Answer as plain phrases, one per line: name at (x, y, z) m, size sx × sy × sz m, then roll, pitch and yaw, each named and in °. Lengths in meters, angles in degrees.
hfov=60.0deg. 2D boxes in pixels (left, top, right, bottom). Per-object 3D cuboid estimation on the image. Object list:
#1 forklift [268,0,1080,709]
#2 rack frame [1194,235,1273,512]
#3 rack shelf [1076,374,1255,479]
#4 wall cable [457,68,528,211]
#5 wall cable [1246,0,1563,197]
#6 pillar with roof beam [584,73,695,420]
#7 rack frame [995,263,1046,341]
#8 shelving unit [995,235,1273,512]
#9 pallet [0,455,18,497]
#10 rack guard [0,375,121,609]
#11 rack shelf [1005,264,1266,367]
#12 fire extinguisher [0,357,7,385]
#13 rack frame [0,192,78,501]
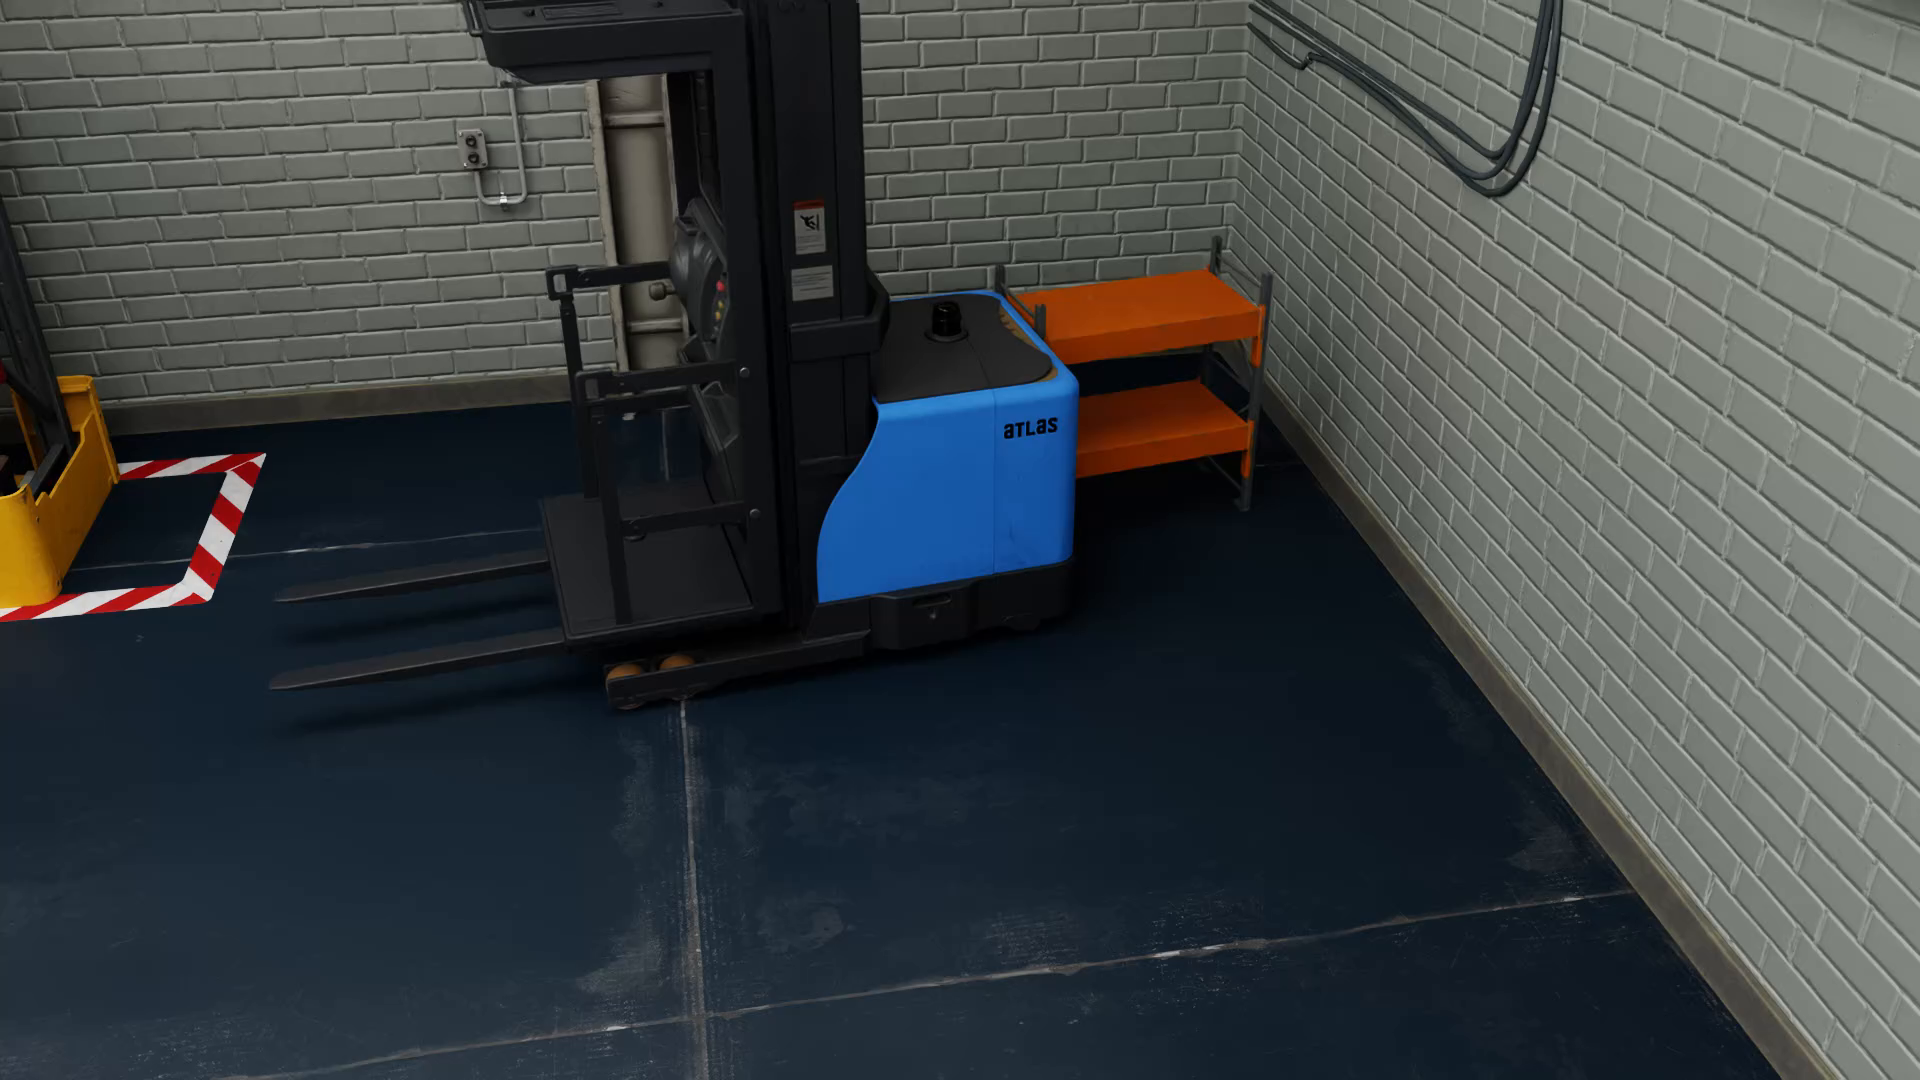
forklift at (-1.115, -0.935, 5.948) m, size 3.031 × 2.935 × 1.130 m, roll -9°, pitch 32°, yaw -15°
rack frame at (1.204, -0.733, 7.387) m, size 0.032 × 1.125 × 0.500 m, roll -10°, pitch 32°, yaw -17°
rack shelf at (0.725, -0.436, 7.364) m, size 1.000 × 0.278 × 0.538 m, roll -10°, pitch 32°, yaw -17°
wall cable at (-2.918, -2.332, 7.254) m, size 1.851 × 1.984 × 0.084 m, roll -5°, pitch 31°, yaw -9°
wall cable at (1.620, -2.891, 6.352) m, size 0.112 × 2.526 × 3.097 m, roll -5°, pitch 31°, yaw -9°
pillar with roof beam at (-0.732, -2.423, 2.493) m, size 0.400 × 9.000 × 9.100 m, roll -5°, pitch 31°, yaw -9°
rack frame at (0.246, -0.561, 7.094) m, size 0.032 × 1.125 × 0.500 m, roll -10°, pitch 32°, yaw -17°
shelving unit at (0.725, -0.647, 7.240) m, size 1.048 × 1.125 × 0.538 m, roll -10°, pitch 32°, yaw -17°
pallet at (-4.780, 0.009, 7.027) m, size 1.213 × 0.211 × 1.003 m, roll -5°, pitch 31°, yaw -9°
rack guard at (-3.984, -0.230, 7.148) m, size 0.348 × 0.500 × 1.175 m, roll -5°, pitch 31°, yaw -9°
rack shelf at (0.725, -0.899, 7.092) m, size 1.000 × 0.278 × 0.538 m, roll -10°, pitch 32°, yaw -17°
fire extinguisher at (-3.776, -0.895, 6.257) m, size 0.183 × 0.674 × 0.296 m, roll -5°, pitch 31°, yaw -9°
rack frame at (-4.008, -1.305, 6.511) m, size 0.127 × 3.000 × 1.000 m, roll -5°, pitch 31°, yaw -9°
